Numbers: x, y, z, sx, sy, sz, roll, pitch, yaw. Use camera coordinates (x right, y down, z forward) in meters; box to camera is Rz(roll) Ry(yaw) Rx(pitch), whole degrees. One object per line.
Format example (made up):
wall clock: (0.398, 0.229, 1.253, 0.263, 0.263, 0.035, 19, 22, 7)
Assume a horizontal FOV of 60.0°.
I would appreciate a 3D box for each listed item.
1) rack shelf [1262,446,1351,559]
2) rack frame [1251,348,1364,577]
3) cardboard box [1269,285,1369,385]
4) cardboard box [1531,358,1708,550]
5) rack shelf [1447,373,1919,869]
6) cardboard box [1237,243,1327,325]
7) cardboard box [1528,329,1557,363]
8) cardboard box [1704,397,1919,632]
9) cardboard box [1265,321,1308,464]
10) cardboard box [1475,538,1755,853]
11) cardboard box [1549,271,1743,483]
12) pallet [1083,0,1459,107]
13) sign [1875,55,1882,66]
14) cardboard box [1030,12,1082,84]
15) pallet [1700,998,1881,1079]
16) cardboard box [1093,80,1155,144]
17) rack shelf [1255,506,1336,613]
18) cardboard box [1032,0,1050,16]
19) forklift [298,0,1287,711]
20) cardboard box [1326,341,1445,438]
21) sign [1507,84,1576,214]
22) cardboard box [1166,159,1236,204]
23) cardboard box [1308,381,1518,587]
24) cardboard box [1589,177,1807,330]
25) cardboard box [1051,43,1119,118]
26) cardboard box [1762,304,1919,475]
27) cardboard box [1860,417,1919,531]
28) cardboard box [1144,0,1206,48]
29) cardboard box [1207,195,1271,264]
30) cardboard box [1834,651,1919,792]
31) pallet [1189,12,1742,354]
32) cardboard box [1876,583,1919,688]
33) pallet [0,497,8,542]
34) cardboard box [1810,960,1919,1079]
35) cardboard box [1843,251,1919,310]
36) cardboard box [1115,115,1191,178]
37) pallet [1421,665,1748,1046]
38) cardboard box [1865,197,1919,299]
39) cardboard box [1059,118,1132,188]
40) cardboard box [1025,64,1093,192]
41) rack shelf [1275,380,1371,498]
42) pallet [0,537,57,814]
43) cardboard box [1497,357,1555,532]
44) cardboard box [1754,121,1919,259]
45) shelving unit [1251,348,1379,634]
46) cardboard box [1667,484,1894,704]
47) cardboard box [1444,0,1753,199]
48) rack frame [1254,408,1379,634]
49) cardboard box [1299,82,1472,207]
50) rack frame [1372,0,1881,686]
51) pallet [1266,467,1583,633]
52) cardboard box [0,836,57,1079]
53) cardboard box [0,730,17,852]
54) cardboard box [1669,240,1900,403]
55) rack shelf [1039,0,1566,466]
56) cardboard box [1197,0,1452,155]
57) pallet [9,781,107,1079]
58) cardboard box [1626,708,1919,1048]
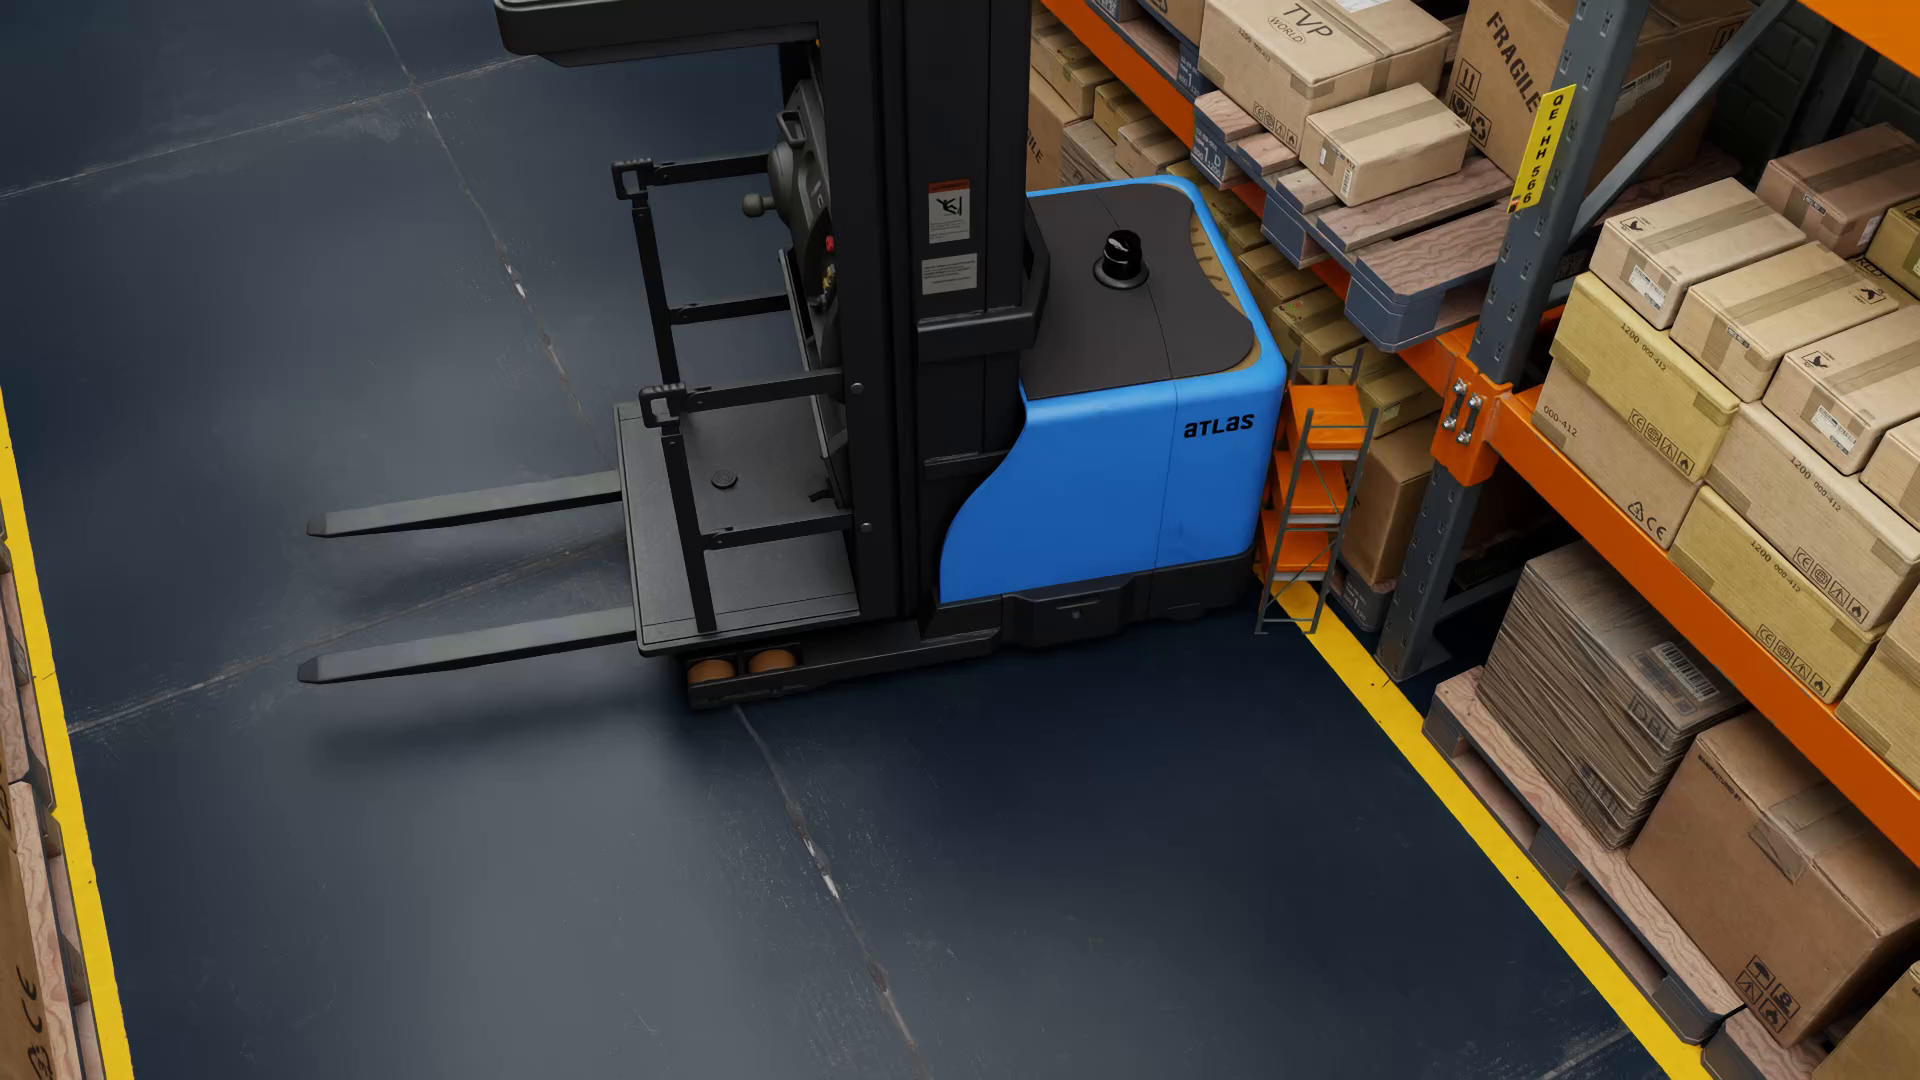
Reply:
rack shelf: (1.073, -0.117, 5.164, 0.215, 0.259, 0.240, 0, 50, -1)
rack frame: (1.071, -0.217, 5.235, 0.200, 1.050, 0.008, 0, 50, -1)
cardboard box: (1.212, -0.678, 5.301, 0.380, 0.149, 0.250, -24, 53, -19)
cardboard box: (1.802, -0.304, 4.122, 0.500, 0.250, 0.500, -21, 52, -17)
rack shelf: (2.731, 0.841, 3.499, 1.077, 0.370, 4.000, -21, 52, -18)
cardboard box: (1.131, -0.870, 5.469, 0.380, 0.149, 0.250, -23, 53, -19)
cardboard box: (1.855, -0.719, 5.337, 0.380, 0.149, 0.250, -19, 51, -16)
cardboard box: (2.030, -0.133, 3.641, 0.500, 0.250, 0.500, -20, 52, -16)
cardboard box: (1.212, -0.597, 5.661, 0.500, 0.500, 0.500, -22, 52, -18)
cardboard box: (2.089, 0.332, 4.766, 0.875, 0.625, 0.625, -20, 52, -16)
cardboard box: (1.780, -0.460, 3.927, 0.500, 0.250, 0.500, -21, 52, -18)
pallet: (0.922, -1.971, 5.608, 1.003, 0.211, 1.213, -21, 52, -18)
sign: (2.308, -1.309, 4.133, 0.100, 0.325, 0.005, -21, 52, -18)
cardboard box: (0.455, -1.923, 6.390, 0.380, 0.149, 0.250, -21, 52, -18)
pallet: (2.712, 1.564, 4.242, 1.003, 0.211, 1.213, -21, 52, -18)
cardboard box: (0.716, -1.585, 6.095, 0.380, 0.149, 0.250, -21, 52, -17)
rack shelf: (1.070, 0.062, 5.377, 0.215, 0.259, 0.240, 0, 50, -1)
cardboard box: (0.374, -2.103, 6.547, 0.380, 0.149, 0.250, -22, 52, -18)
forklift: (-0.610, -0.868, 4.562, 3.031, 2.935, 1.130, -9, 49, -8)
cardboard box: (1.365, -0.506, 5.151, 0.380, 0.149, 0.250, -24, 53, -19)
sign: (1.338, -0.896, 3.824, 0.100, 0.325, 0.005, -21, 52, -18)
cardboard box: (0.936, -1.229, 5.783, 0.380, 0.149, 0.250, -22, 52, -18)
cardboard box: (1.432, -0.258, 5.365, 0.500, 0.500, 0.500, -20, 52, -16)
cardboard box: (1.700, -0.666, 3.842, 0.380, 0.149, 0.250, -20, 52, -16)
cardboard box: (0.567, -1.756, 6.244, 0.380, 0.149, 0.250, -19, 52, -16)
cardboard box: (1.964, -0.324, 3.544, 0.380, 0.149, 0.250, -20, 52, -17)
cardboard box: (2.095, -0.154, 3.394, 0.380, 0.149, 0.250, -21, 52, -17)
cardboard box: (0.905, -1.935, 5.102, 0.797, 0.503, 0.637, -22, 52, -18)
cardboard box: (1.051, -1.062, 5.637, 0.380, 0.149, 0.250, -20, 52, -16)
cardboard box: (2.270, 0.377, 3.527, 0.500, 0.250, 0.500, -23, 53, -19)
pallet: (1.444, -1.100, 4.847, 1.213, 0.211, 1.003, -21, 52, -18)
cardboard box: (2.253, 0.224, 3.329, 0.500, 0.250, 0.500, -22, 53, -18)
pallet: (-4.006, -0.291, 5.864, 1.003, 0.211, 1.213, -21, 52, -18)
cardboard box: (2.704, 1.217, 3.992, 0.875, 0.625, 0.625, -23, 53, -19)
cardboard box: (2.269, -0.644, 4.088, 0.500, 0.250, 0.500, -20, 52, -17)
cardboard box: (0.783, -1.403, 5.935, 0.380, 0.149, 0.250, -23, 53, -19)
pallet: (2.158, 0.748, 4.955, 1.003, 0.211, 1.213, -21, 52, -18)
cardboard box: (2.364, -0.696, 3.868, 0.380, 0.149, 0.250, -20, 52, -17)
cardboard box: (0.716, -1.287, 6.265, 0.500, 0.500, 0.500, -23, 53, -19)
cardboard box: (0.484, -1.637, 6.570, 0.500, 0.500, 0.500, -23, 53, -19)
rack shelf: (1.075, -0.300, 4.947, 0.215, 0.259, 0.240, 0, 50, -1)
pallet: (-3.444, 0.527, 5.149, 1.003, 0.211, 1.213, -21, 52, -18)
cardboard box: (1.873, -0.428, 5.513, 0.500, 0.500, 0.500, -19, 52, -16)
cardboard box: (2.145, -0.833, 3.988, 0.380, 0.149, 0.250, -20, 52, -16)
shelving unit: (1.073, -0.124, 5.156, 0.215, 1.050, 0.252, 0, 50, -1)
cardboard box: (2.028, 0.035, 3.826, 0.500, 0.250, 0.500, -22, 52, -18)
cardboard box: (1.720, -1.304, 4.552, 0.500, 0.500, 0.500, -19, 51, -16)
rack frame: (1.074, -0.030, 5.078, 0.200, 1.050, 0.008, 0, 50, -1)
cardboard box: (1.174, -1.097, 4.605, 0.380, 0.149, 0.250, -20, 52, -17)
rack frame: (1.816, -0.734, 4.399, 1.000, 3.000, 0.127, -21, 52, -18)
pallet: (1.508, -0.329, 5.897, 1.003, 0.211, 1.213, -21, 52, -18)
cardboard box: (-2.838, 1.048, 3.973, 0.875, 0.875, 0.875, -22, 52, -18)
cardboard box: (-3.242, 0.450, 4.496, 0.875, 0.875, 0.875, -21, 52, -17)
cardboard box: (1.823, -0.488, 3.686, 0.380, 0.149, 0.250, -20, 52, -17)
rack shelf: (0.901, -1.836, 5.841, 1.077, 0.370, 4.000, -21, 52, -18)
cardboard box: (1.046, -1.418, 4.818, 0.500, 0.250, 0.500, -23, 53, -19)
pallet: (-2.889, 1.343, 4.436, 1.003, 0.211, 1.213, -21, 52, -18)
cardboard box: (2.395, 0.766, 4.386, 0.875, 0.625, 0.625, -20, 52, -16)
